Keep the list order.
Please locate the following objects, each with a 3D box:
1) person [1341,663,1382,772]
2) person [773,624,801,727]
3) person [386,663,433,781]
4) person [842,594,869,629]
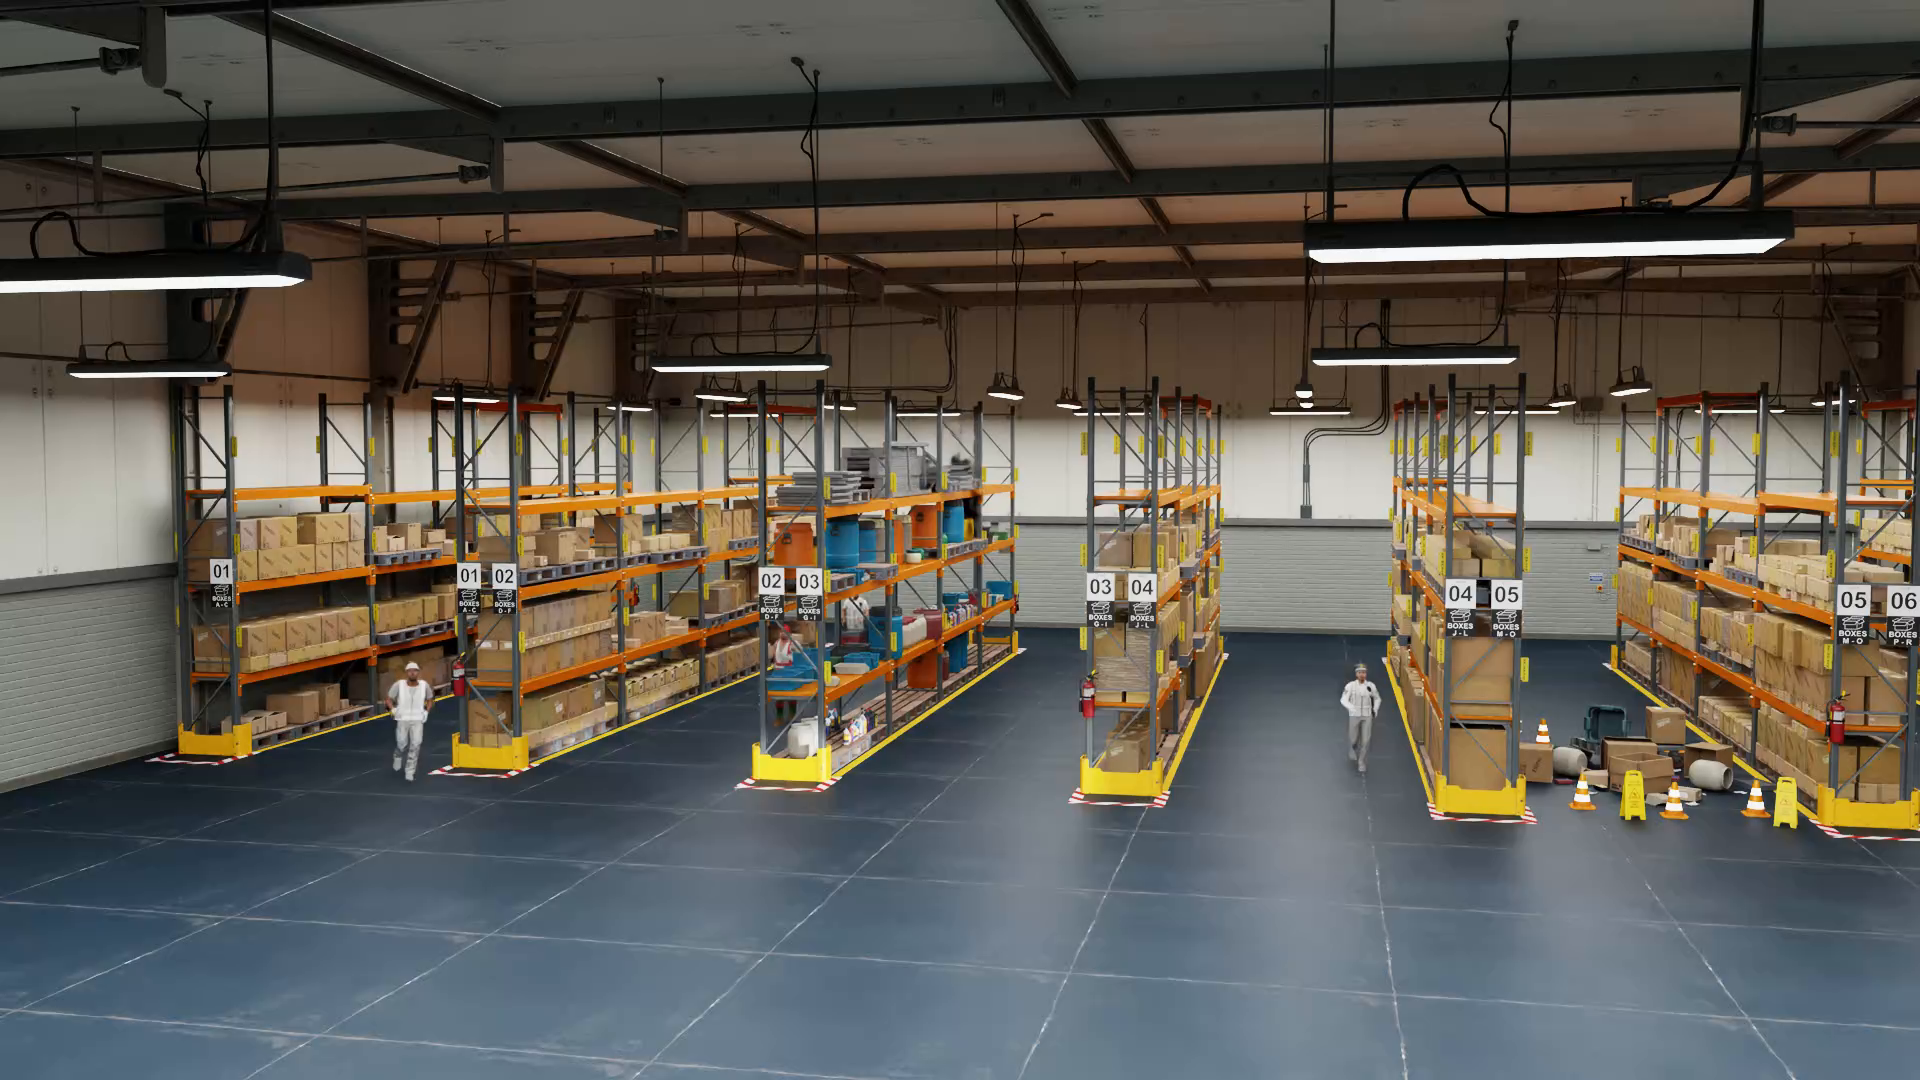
[{"bbox_3d":[6.228,2.735,25.784,0.621,1.641,0.619,0,3,9],"label":"person"},{"bbox_3d":[-3.110,2.439,30.016,0.618,1.850,0.798,1,3,15],"label":"person"},{"bbox_3d":[-8.333,2.735,25.211,0.693,1.767,0.665,-1,4,-25],"label":"person"},{"bbox_3d":[-2.479,1.947,39.251,0.655,1.730,0.633,0,3,-1],"label":"person"}]
